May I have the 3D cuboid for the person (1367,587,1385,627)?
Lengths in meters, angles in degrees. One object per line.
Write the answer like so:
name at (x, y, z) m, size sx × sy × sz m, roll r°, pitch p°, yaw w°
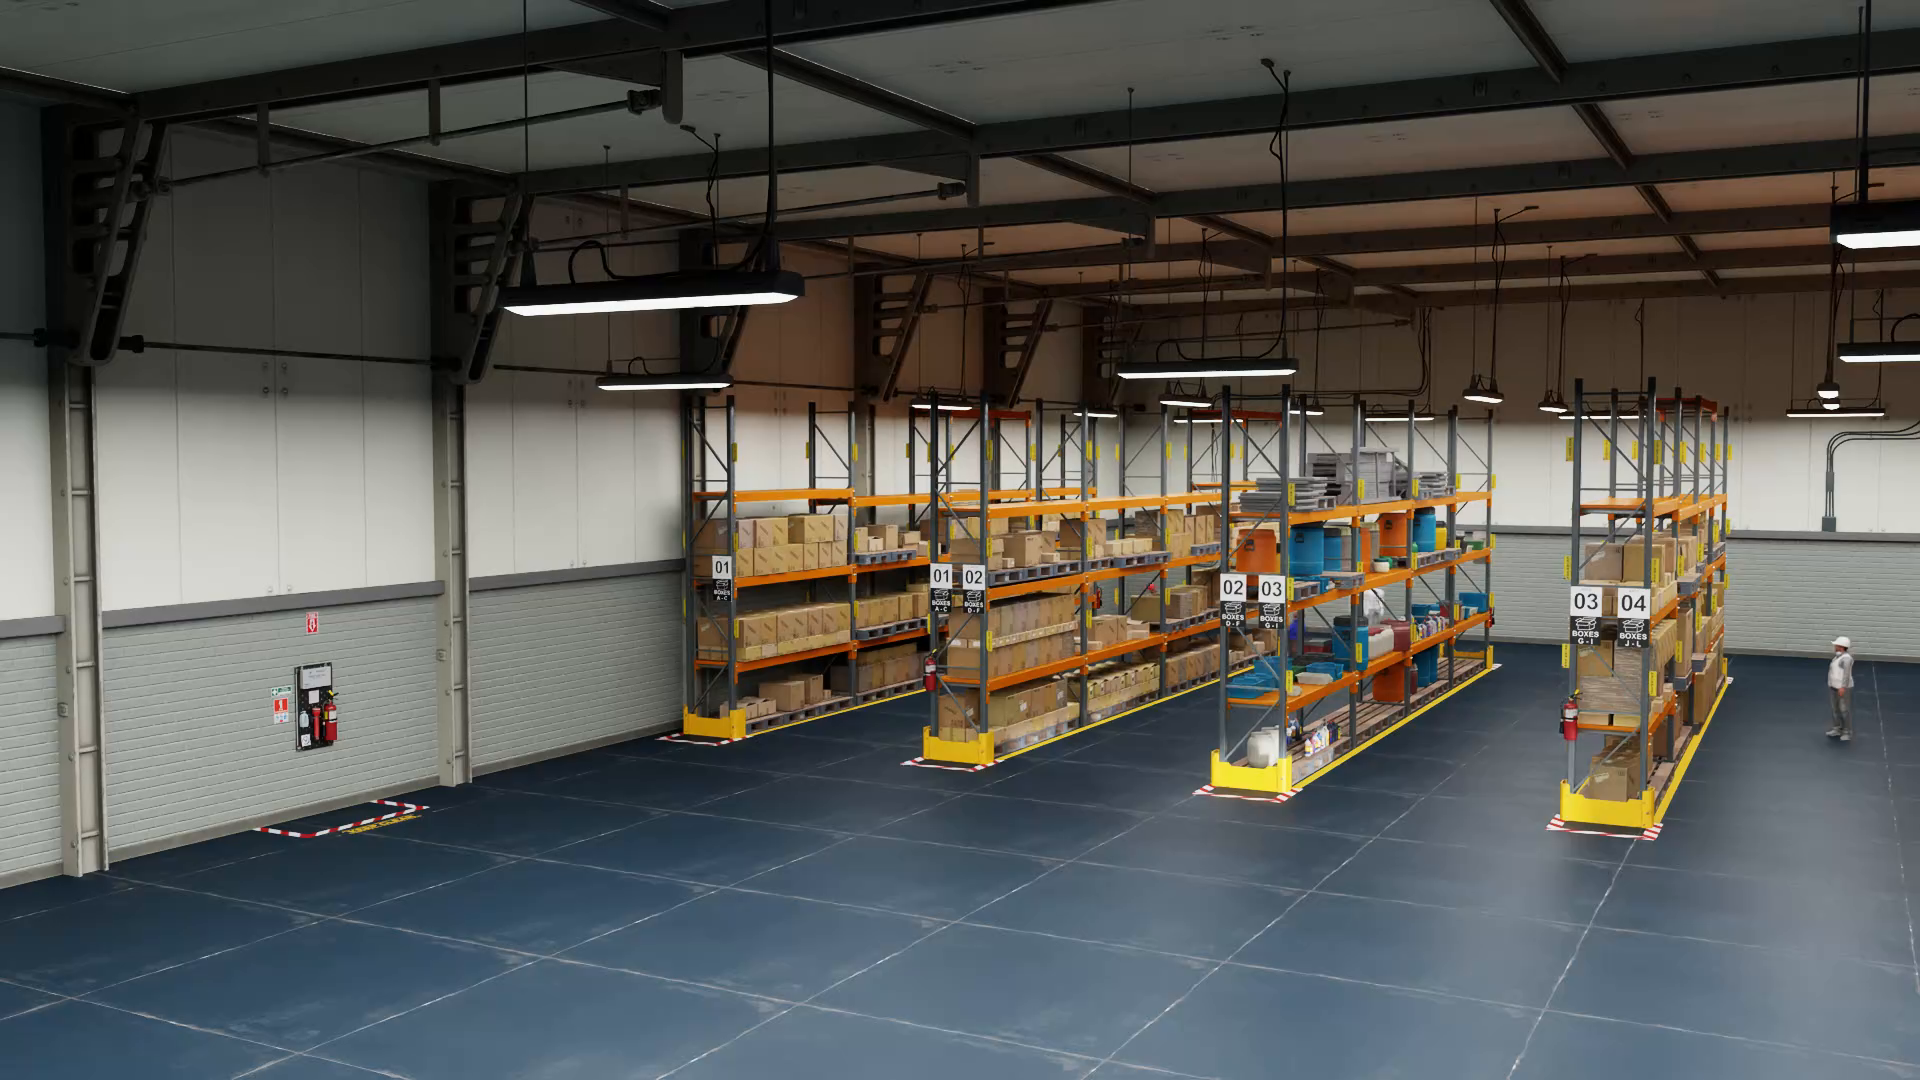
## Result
person at (10.956, 1.850, 43.835) m, size 0.466 × 1.696 × 0.382 m, roll 1°, pitch 3°, yaw 20°

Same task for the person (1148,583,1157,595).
person at (4.706, 1.982, 40.647) m, size 0.579 × 1.846 × 0.377 m, roll -3°, pitch 4°, yaw -43°

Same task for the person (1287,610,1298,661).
person at (7.224, 2.303, 35.904) m, size 0.460 × 1.650 × 0.471 m, roll -1°, pitch 3°, yaw -18°

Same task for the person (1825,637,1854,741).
person at (15.446, 2.594, 29.143) m, size 0.385 × 1.808 × 0.552 m, roll 0°, pitch 3°, yaw -7°
